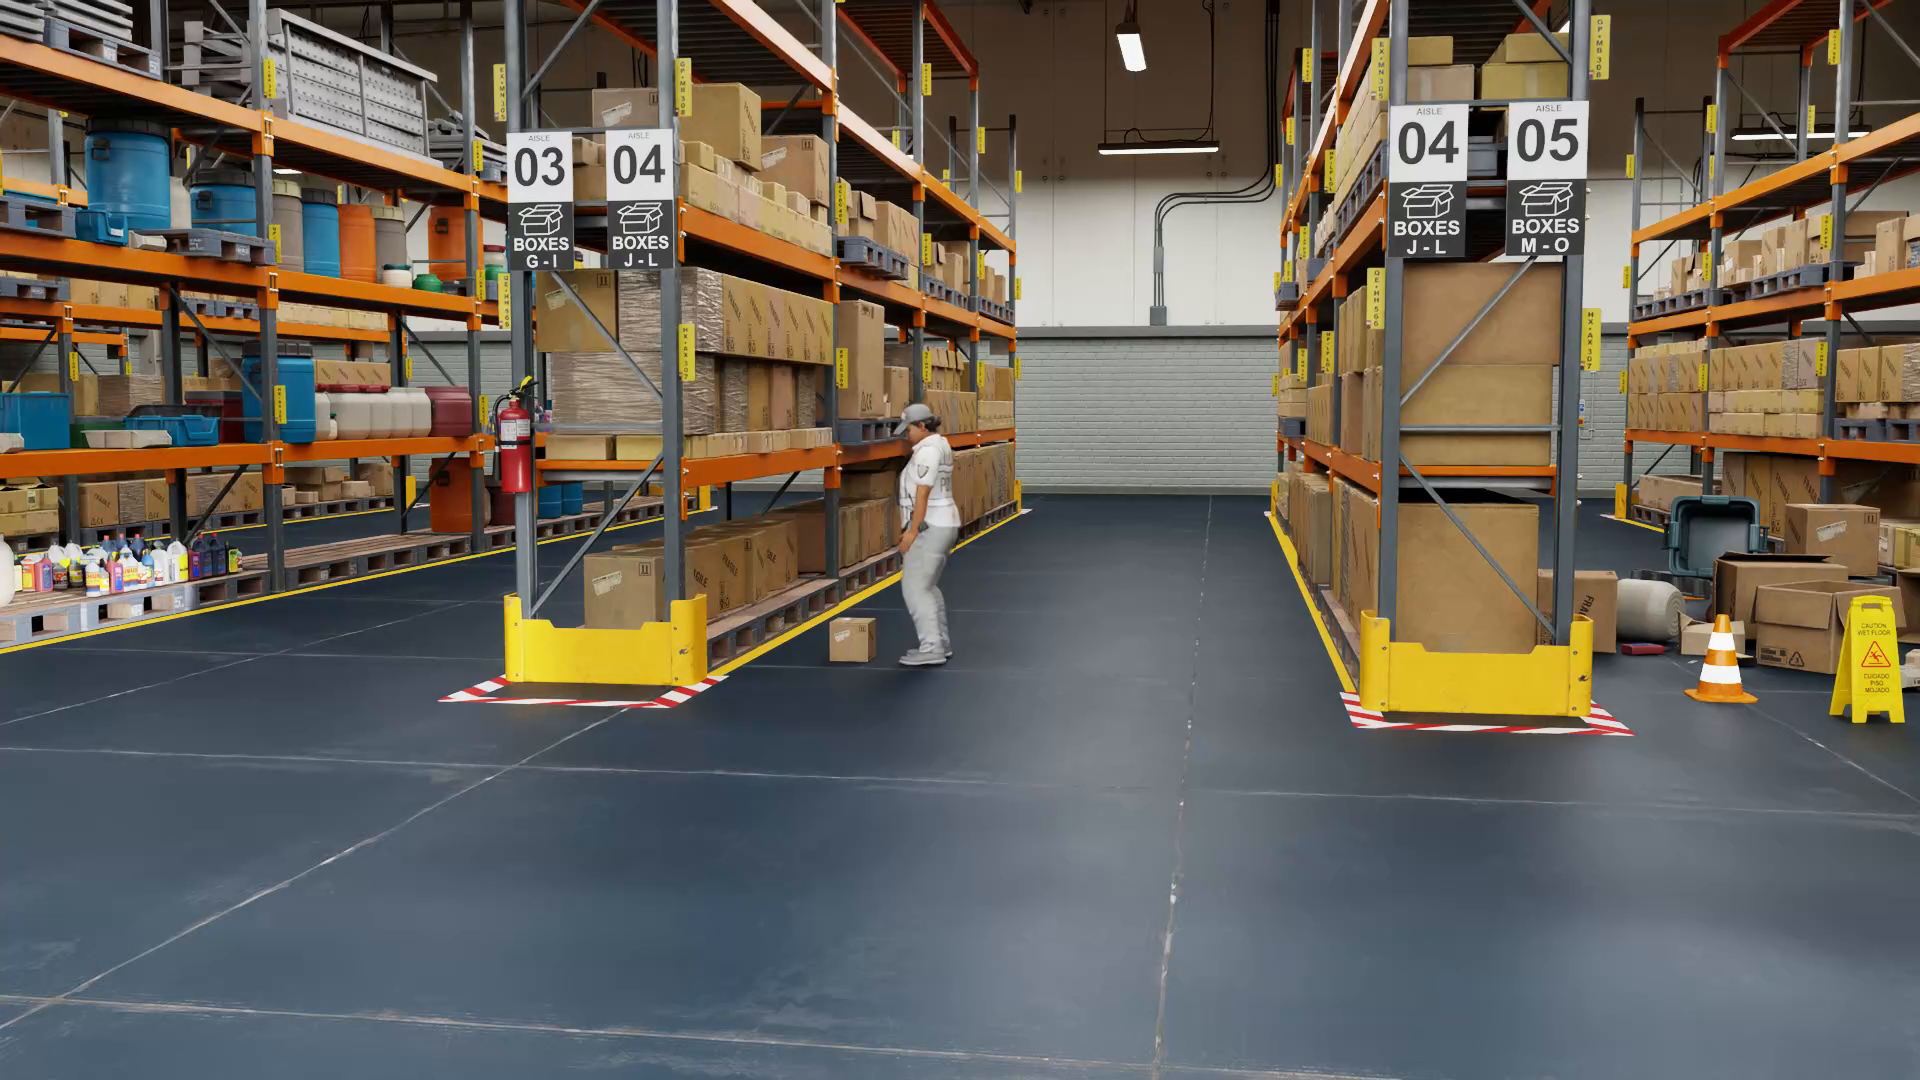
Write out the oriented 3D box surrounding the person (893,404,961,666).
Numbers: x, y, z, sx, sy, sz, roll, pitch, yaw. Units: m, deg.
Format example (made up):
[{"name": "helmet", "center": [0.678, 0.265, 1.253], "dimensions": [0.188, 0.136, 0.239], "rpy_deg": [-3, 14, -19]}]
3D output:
[{"name": "person", "center": [-0.228, -0.037, 10.544], "dimensions": [0.394, 1.646, 0.480], "rpy_deg": [1, 5, 10]}]
